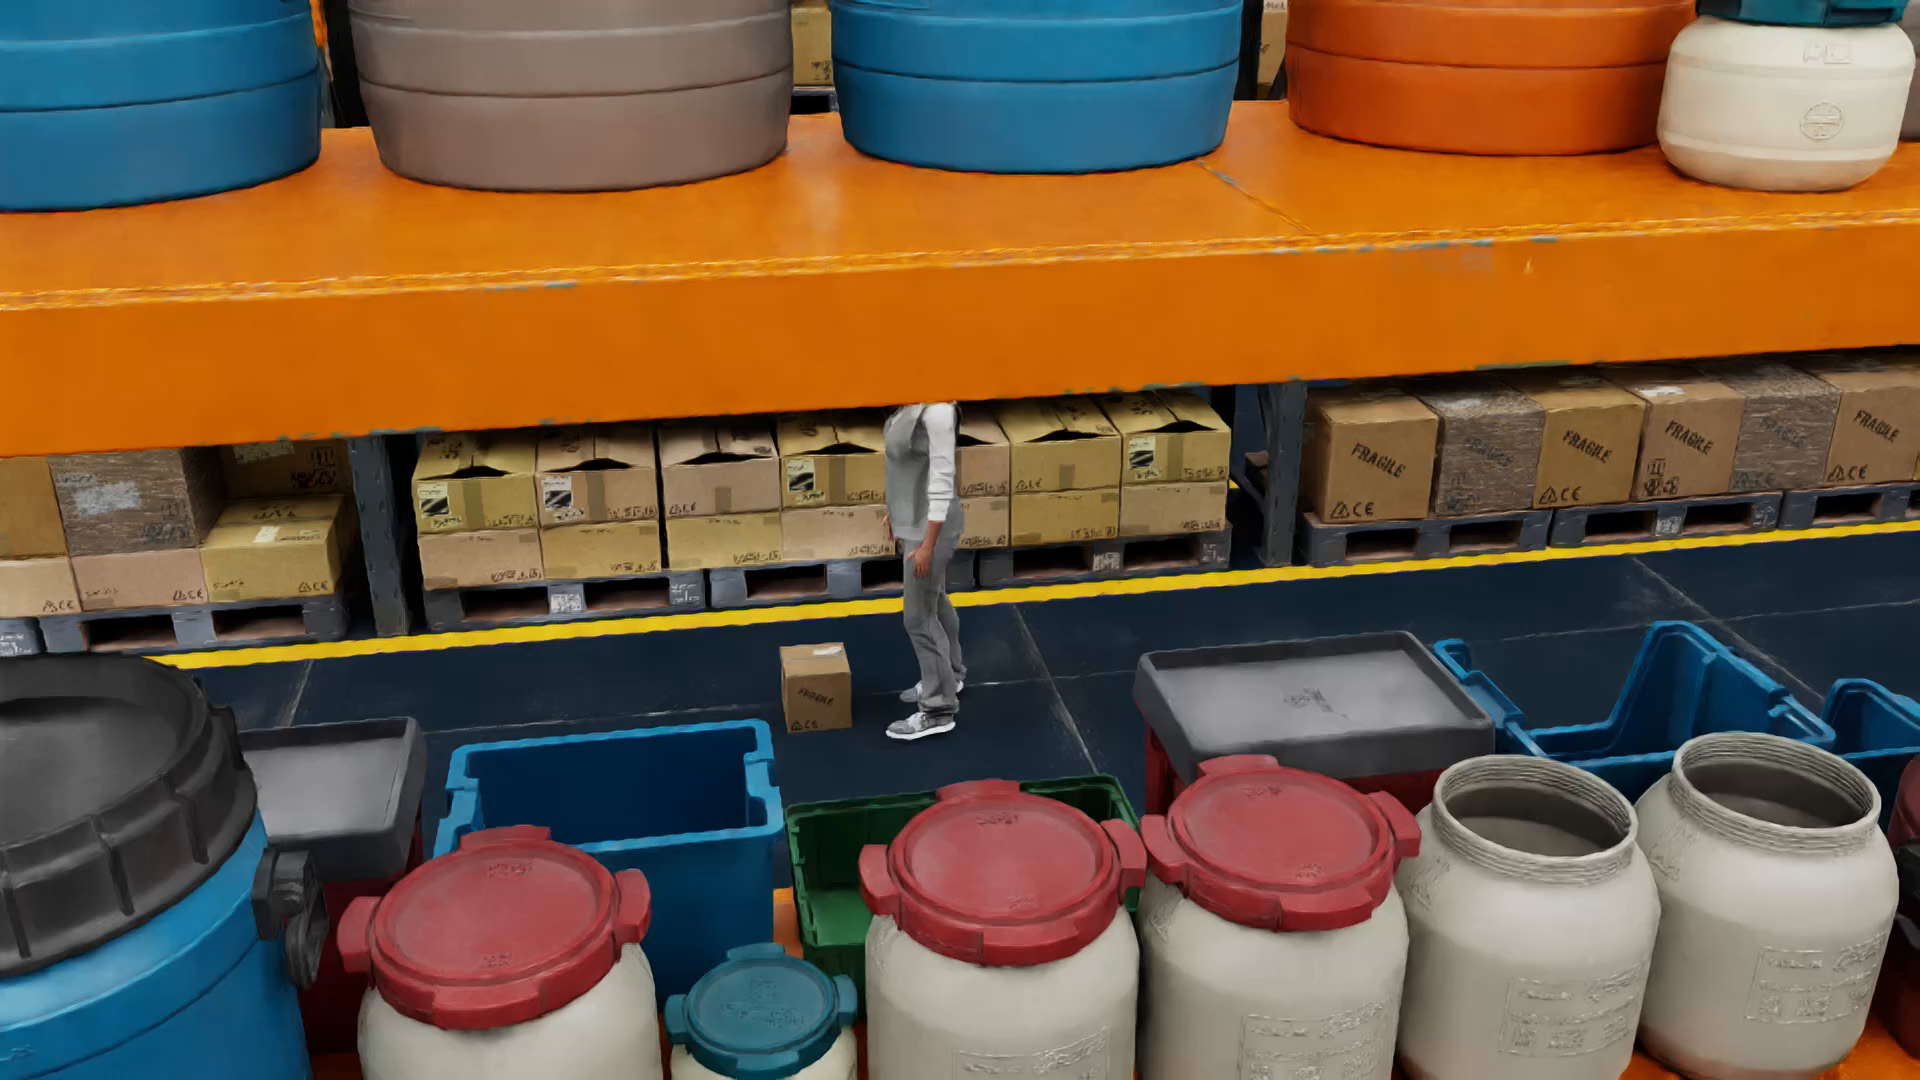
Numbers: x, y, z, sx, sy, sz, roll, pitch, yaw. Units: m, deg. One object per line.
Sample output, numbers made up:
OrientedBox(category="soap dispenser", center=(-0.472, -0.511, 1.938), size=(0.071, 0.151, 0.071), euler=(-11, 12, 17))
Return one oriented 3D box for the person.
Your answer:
OrientedBox(category="person", center=(-0.127, -0.024, 6.202), size=(0.359, 1.629, 0.445), euler=(-4, 24, -8))
